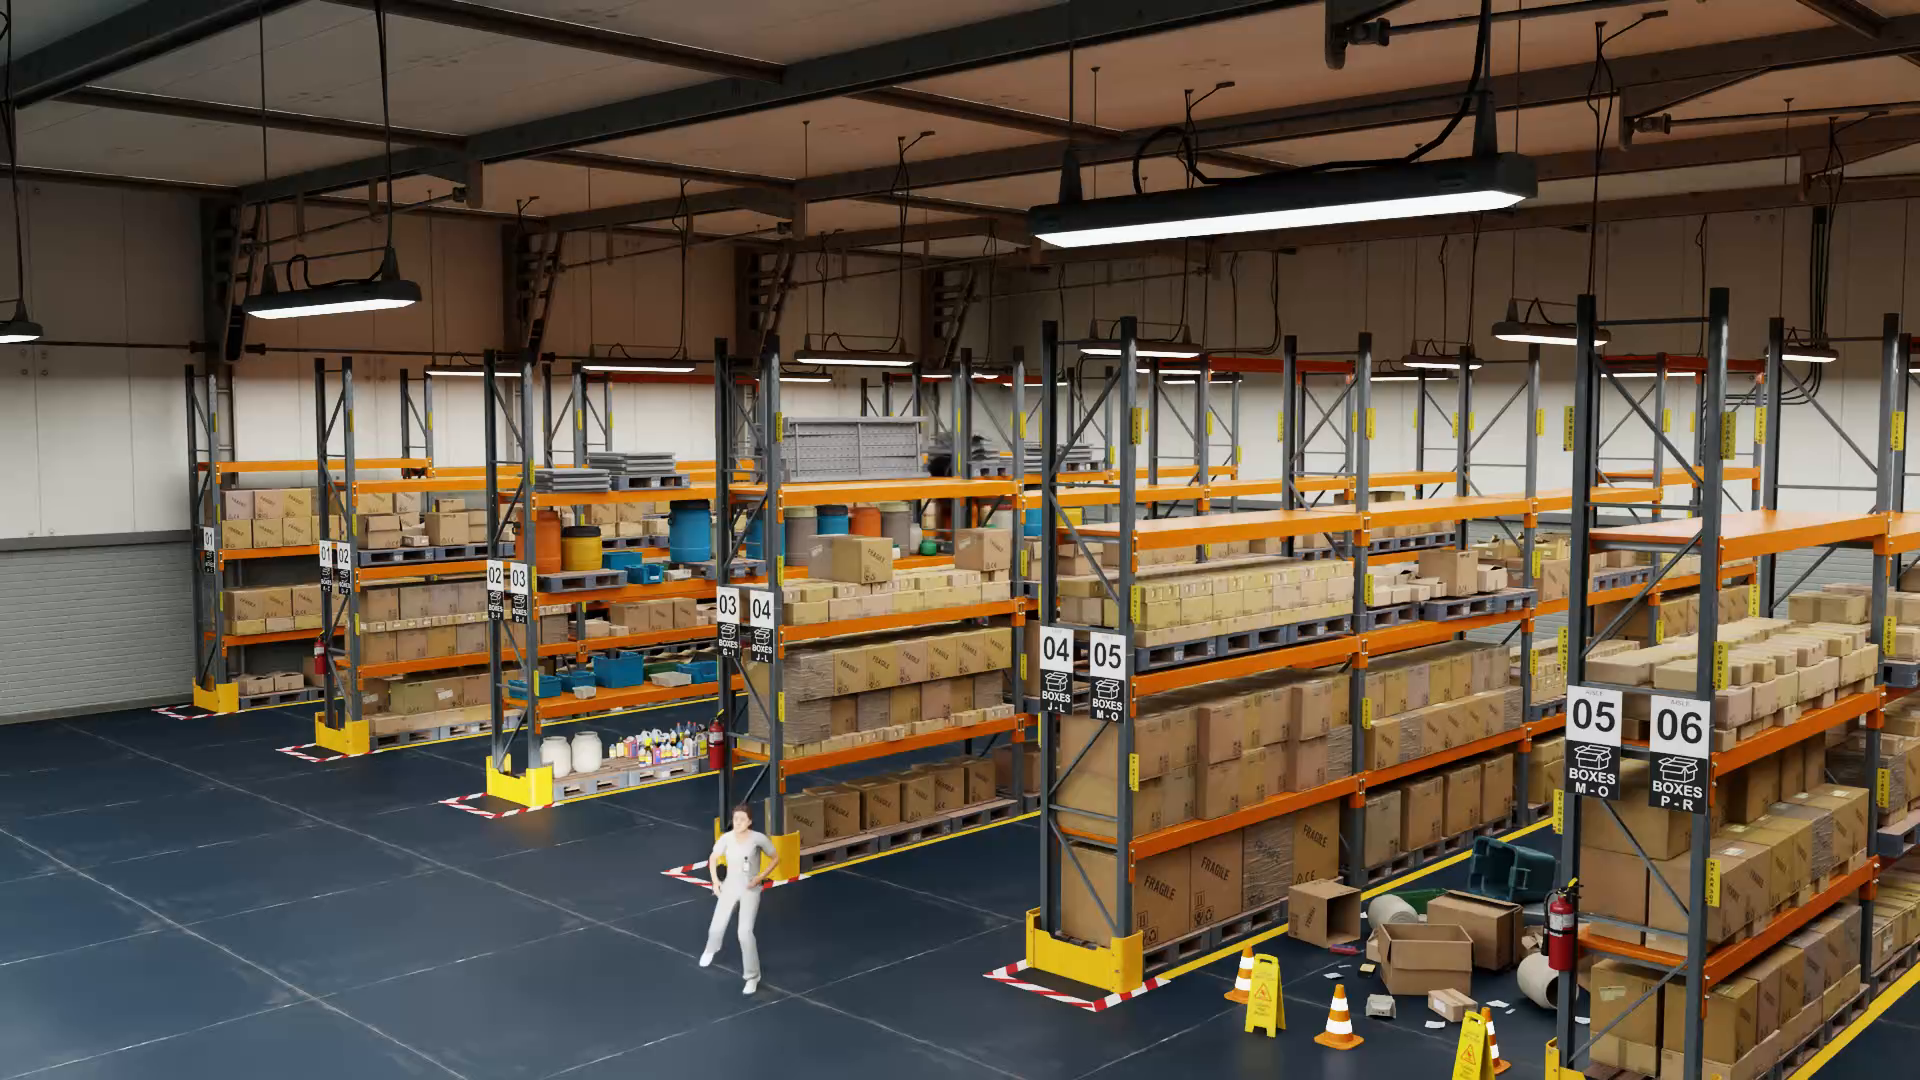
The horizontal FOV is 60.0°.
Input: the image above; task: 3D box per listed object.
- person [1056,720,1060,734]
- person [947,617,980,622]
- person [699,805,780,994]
[{"bbox_3d":[1.375,2.349,24.763,0.711,1.771,1.034,3,6,38],"label":"person"},{"bbox_3d":[0.064,1.916,31.757,0.561,1.720,0.814,4,6,43],"label":"person"},{"bbox_3d":[-2.032,3.210,15.107,0.797,1.666,0.718,1,4,7],"label":"person"}]
